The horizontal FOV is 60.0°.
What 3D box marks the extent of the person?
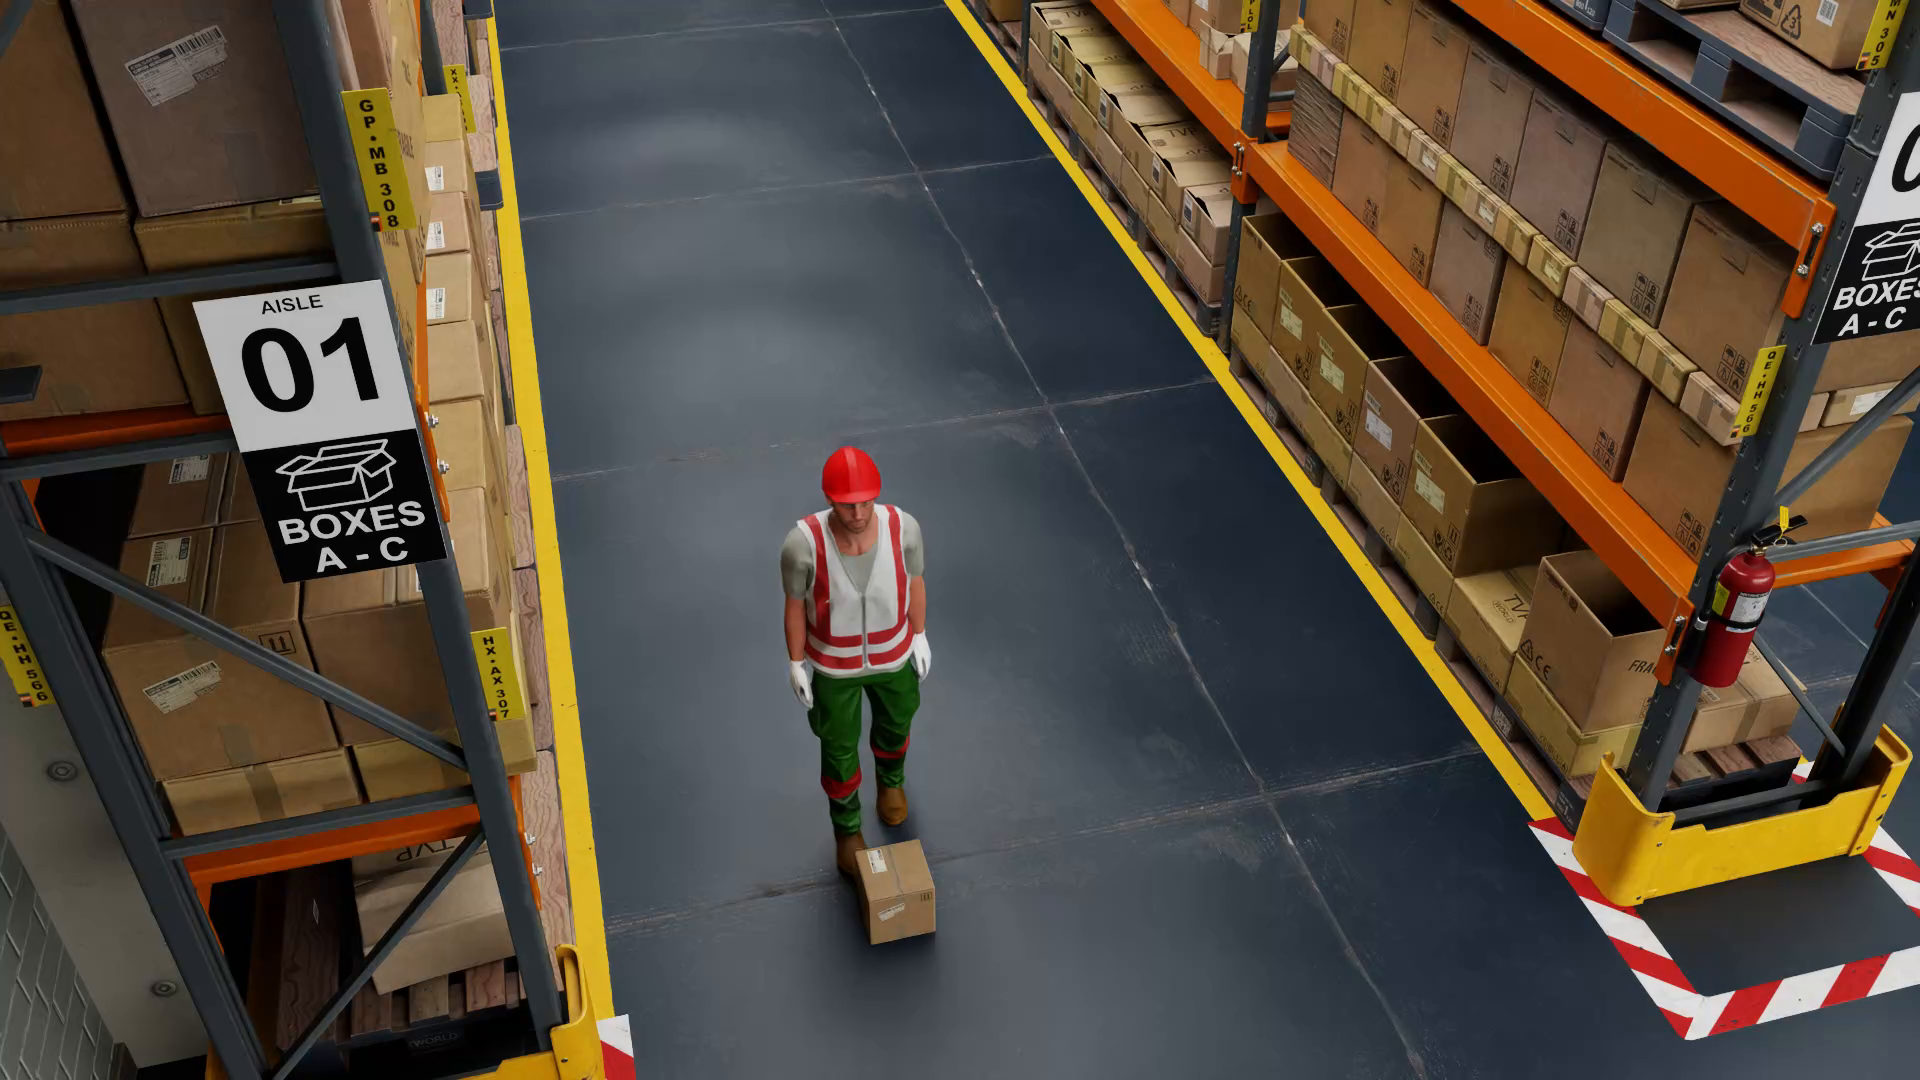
[{"bbox_3d":[-0.361,0.448,6.128,0.538,1.814,0.538,-9,39,-12],"label":"person"}]
